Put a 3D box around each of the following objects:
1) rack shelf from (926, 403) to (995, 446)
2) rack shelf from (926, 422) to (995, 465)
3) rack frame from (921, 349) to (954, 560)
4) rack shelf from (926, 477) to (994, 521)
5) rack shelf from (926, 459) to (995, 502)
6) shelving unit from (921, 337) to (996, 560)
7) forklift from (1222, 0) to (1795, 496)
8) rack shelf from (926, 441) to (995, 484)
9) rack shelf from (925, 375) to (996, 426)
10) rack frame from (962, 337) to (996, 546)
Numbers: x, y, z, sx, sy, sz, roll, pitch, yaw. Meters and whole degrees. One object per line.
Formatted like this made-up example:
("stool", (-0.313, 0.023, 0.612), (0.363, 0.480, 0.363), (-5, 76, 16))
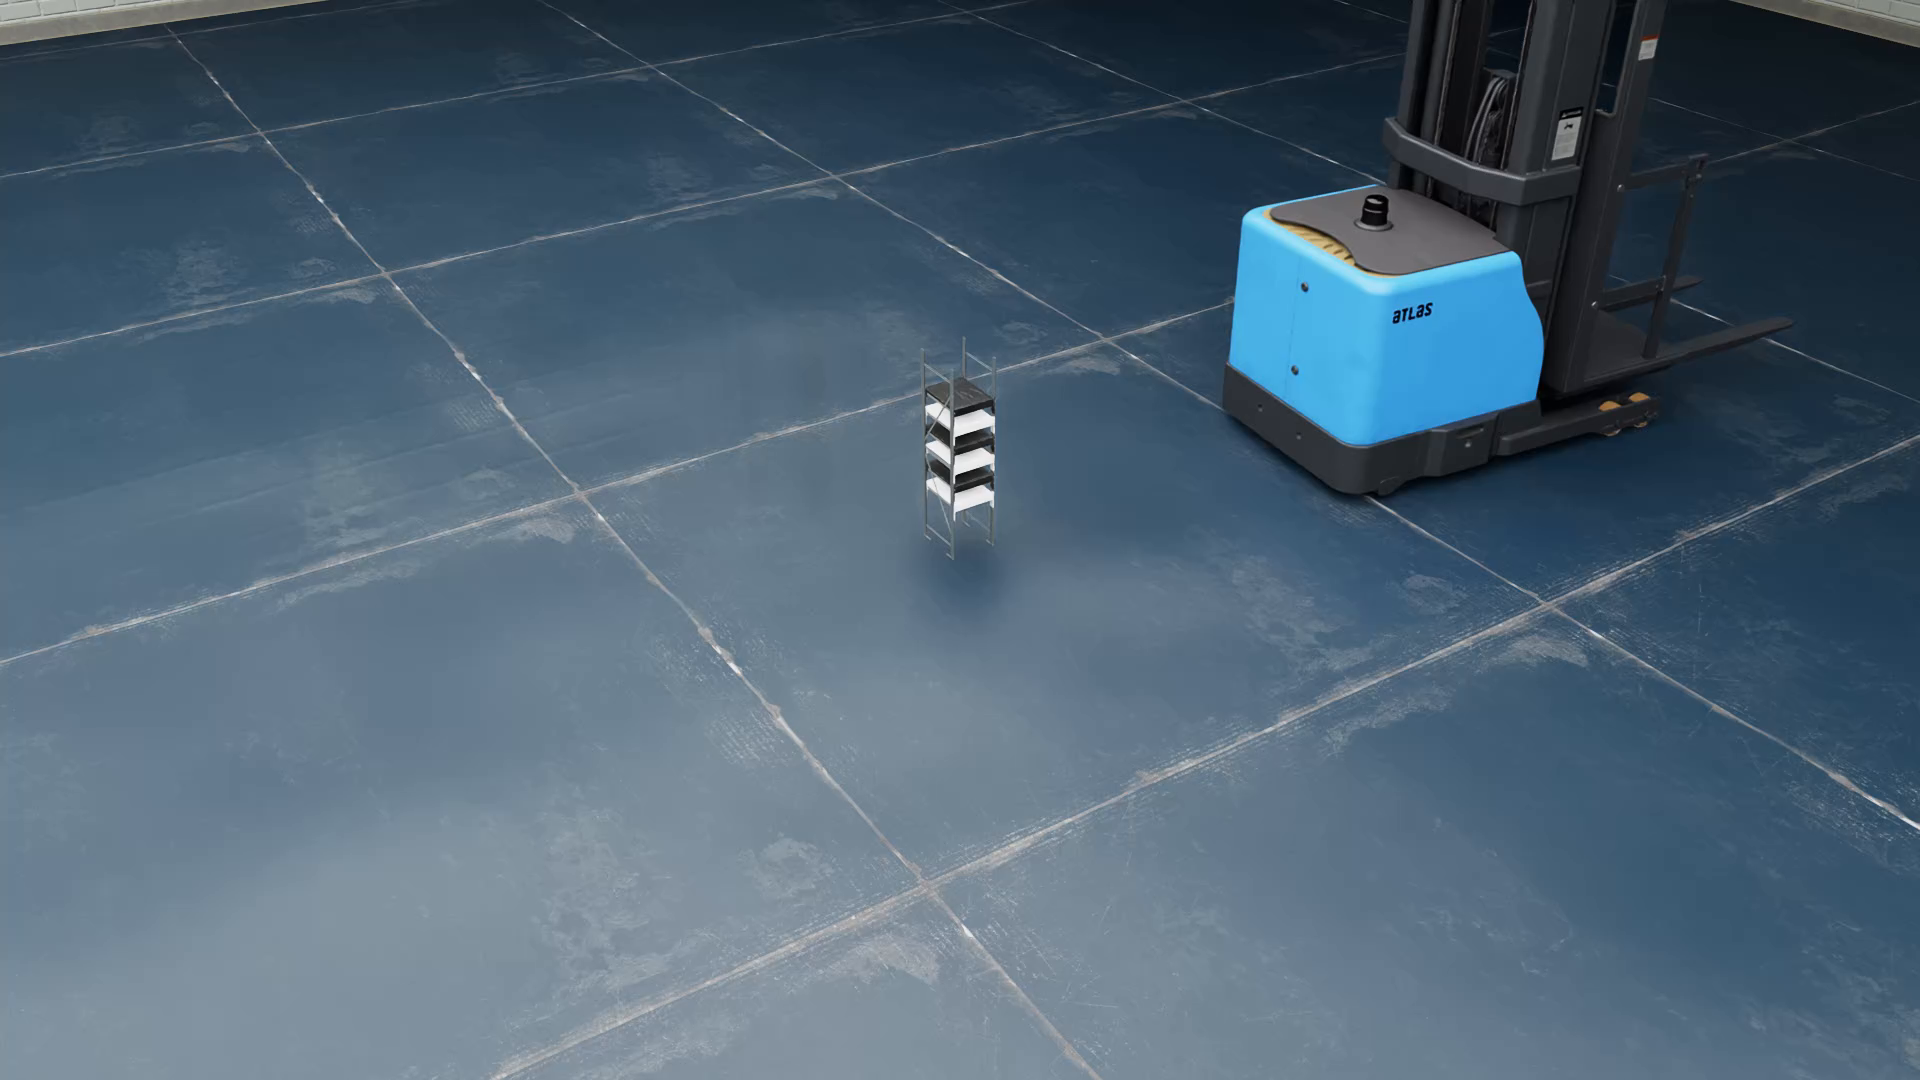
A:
("rack shelf", (-0.007, -0.502, 6.928), (0.200, 0.077, 0.258), (-19, 37, -27))
("rack shelf", (-0.007, -0.426, 6.976), (0.200, 0.077, 0.258), (-19, 37, -27))
("rack frame", (-0.092, -0.349, 6.960), (0.006, 0.900, 0.240), (-19, 37, -27))
("rack shelf", (-0.007, -0.198, 7.120), (0.200, 0.077, 0.258), (-19, 37, -27))
("rack shelf", (-0.007, -0.274, 7.072), (0.200, 0.077, 0.258), (-19, 37, -27))
("shelving unit", (-0.007, -0.378, 7.006), (0.210, 0.900, 0.258), (-19, 37, -27))
("forklift", (2.836, -1.978, 7.638), (3.031, 2.935, 1.130), (-15, 35, -22))
("rack shelf", (-0.007, -0.350, 7.024), (0.200, 0.077, 0.258), (-19, 37, -27))
("rack shelf", (-0.007, -0.578, 6.880), (0.200, 0.077, 0.258), (-19, 37, -27))
("rack frame", (0.079, -0.408, 7.053), (0.006, 0.900, 0.240), (-19, 37, -27))
